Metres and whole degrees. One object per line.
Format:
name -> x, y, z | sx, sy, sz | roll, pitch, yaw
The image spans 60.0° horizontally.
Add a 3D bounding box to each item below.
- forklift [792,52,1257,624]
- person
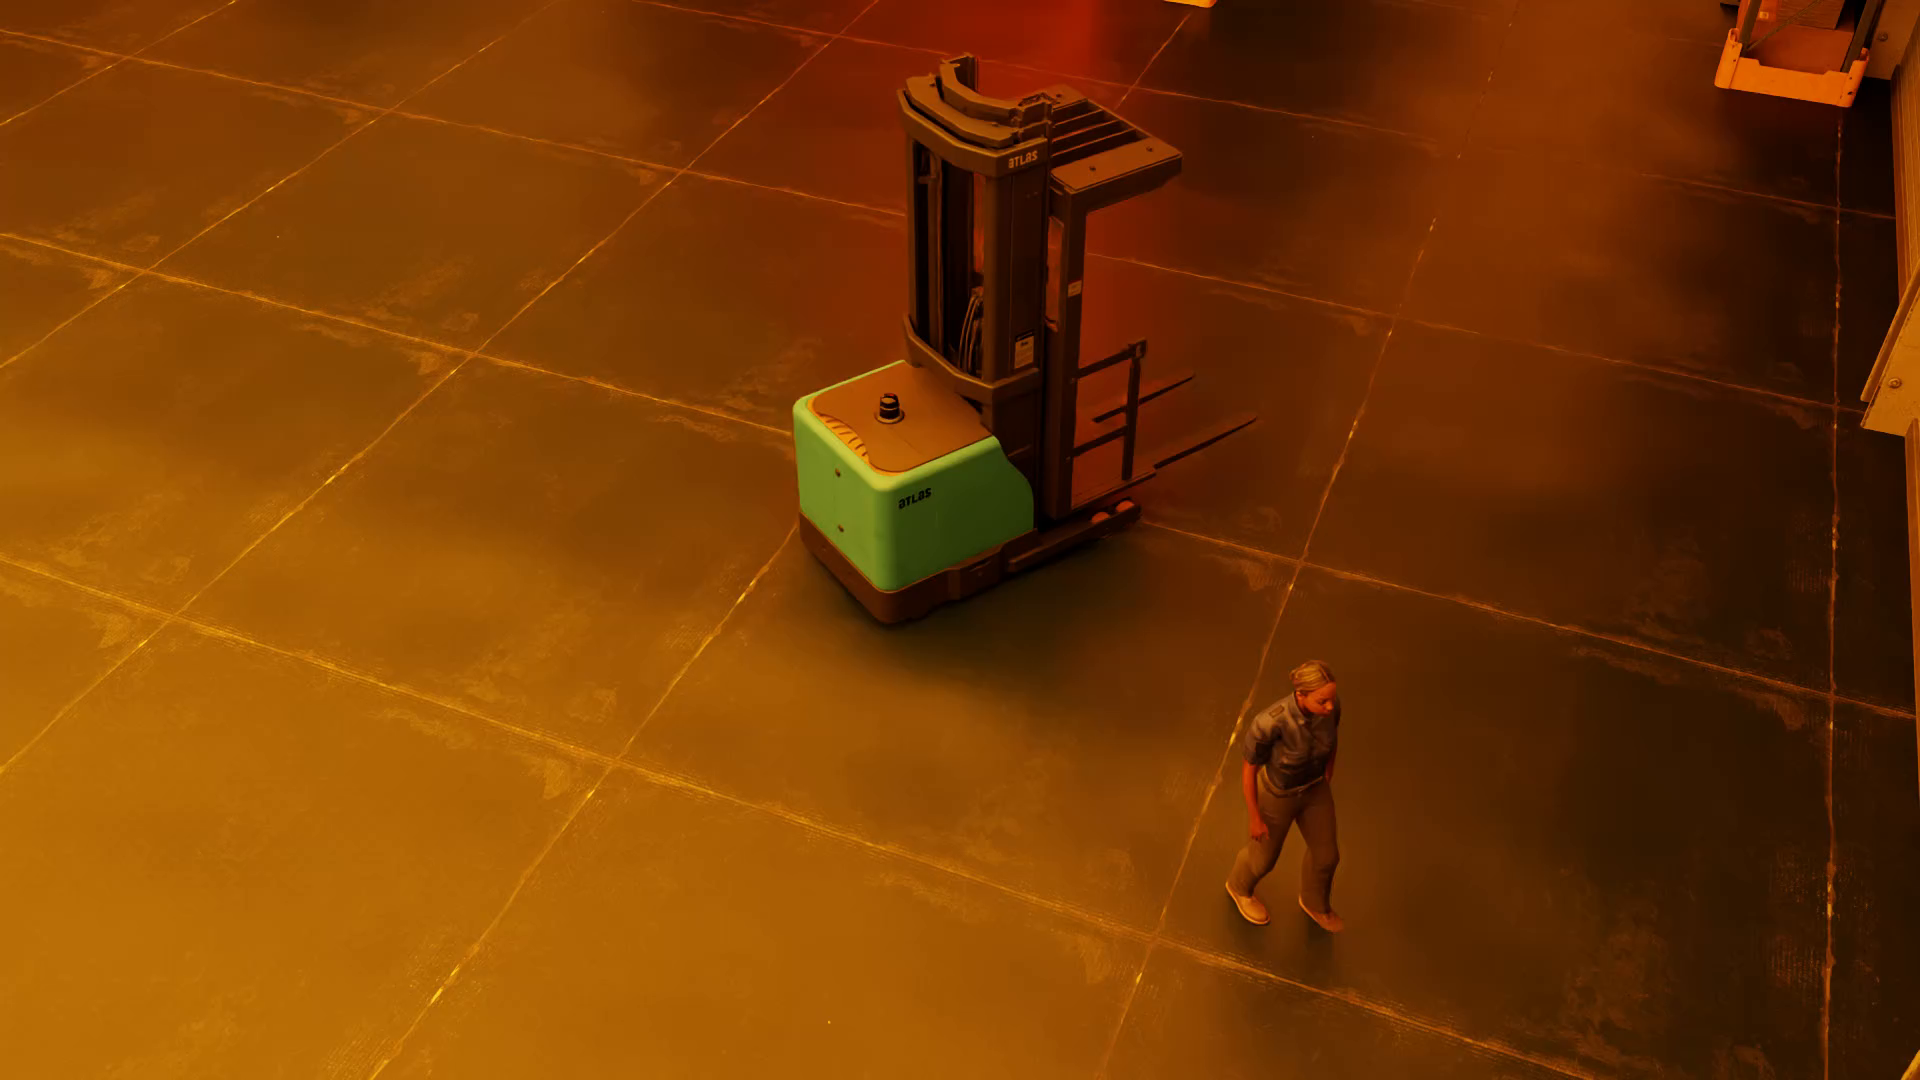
forklift -> 0.519, -1.388, 9.664 | 3.031, 2.935, 1.130 | -24, 45, -26
person -> 1.541, 1.216, 7.601 | 0.546, 1.698, 0.517 | -17, 43, -20
